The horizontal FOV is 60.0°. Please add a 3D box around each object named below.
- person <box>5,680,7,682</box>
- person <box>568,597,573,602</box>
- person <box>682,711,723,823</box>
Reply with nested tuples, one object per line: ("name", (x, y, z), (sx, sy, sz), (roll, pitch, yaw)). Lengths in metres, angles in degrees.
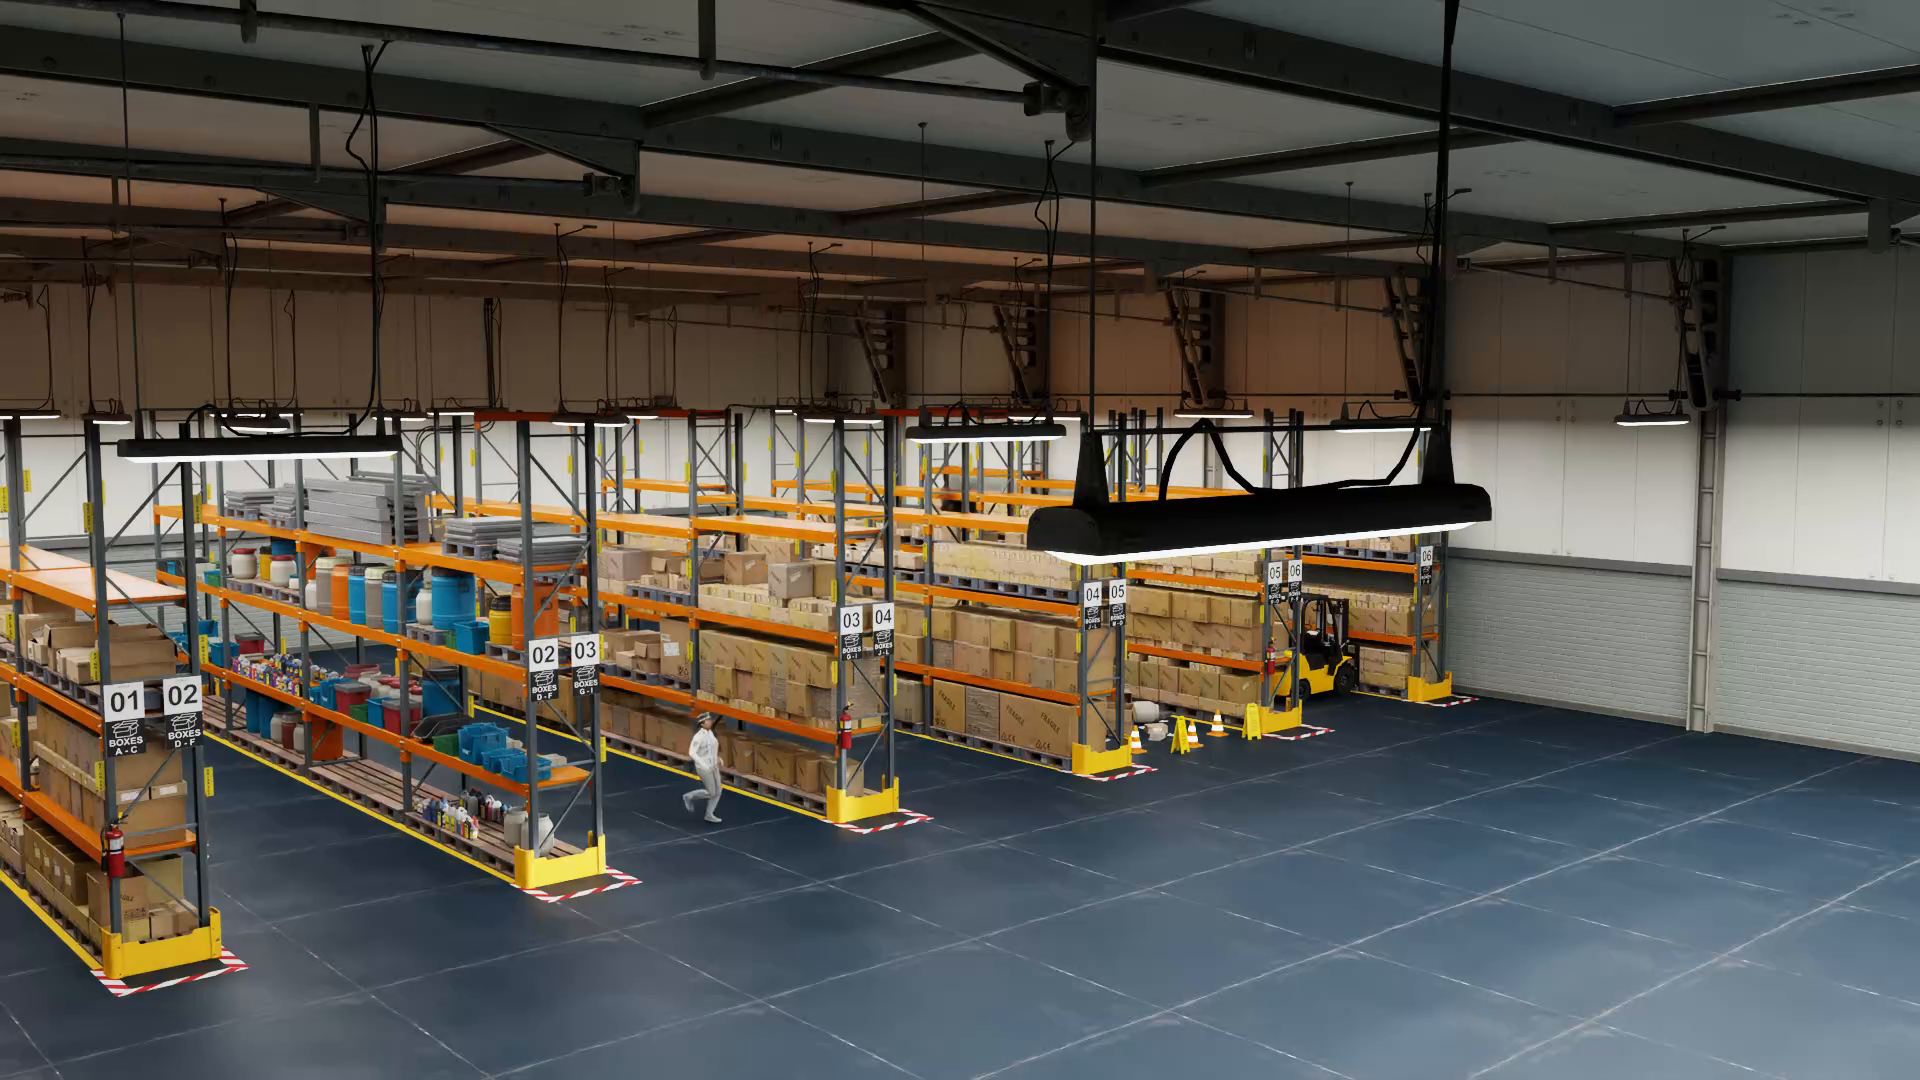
("person", (-18.253, 2.761, 31.424), (0.812, 1.667, 0.591), (2, 5, 24))
("person", (-8.995, 2.147, 38.419), (0.588, 1.689, 0.877), (-2, 5, -23))
("person", (-3.802, 3.351, 24.647), (0.588, 1.660, 0.621), (2, 5, 20))
